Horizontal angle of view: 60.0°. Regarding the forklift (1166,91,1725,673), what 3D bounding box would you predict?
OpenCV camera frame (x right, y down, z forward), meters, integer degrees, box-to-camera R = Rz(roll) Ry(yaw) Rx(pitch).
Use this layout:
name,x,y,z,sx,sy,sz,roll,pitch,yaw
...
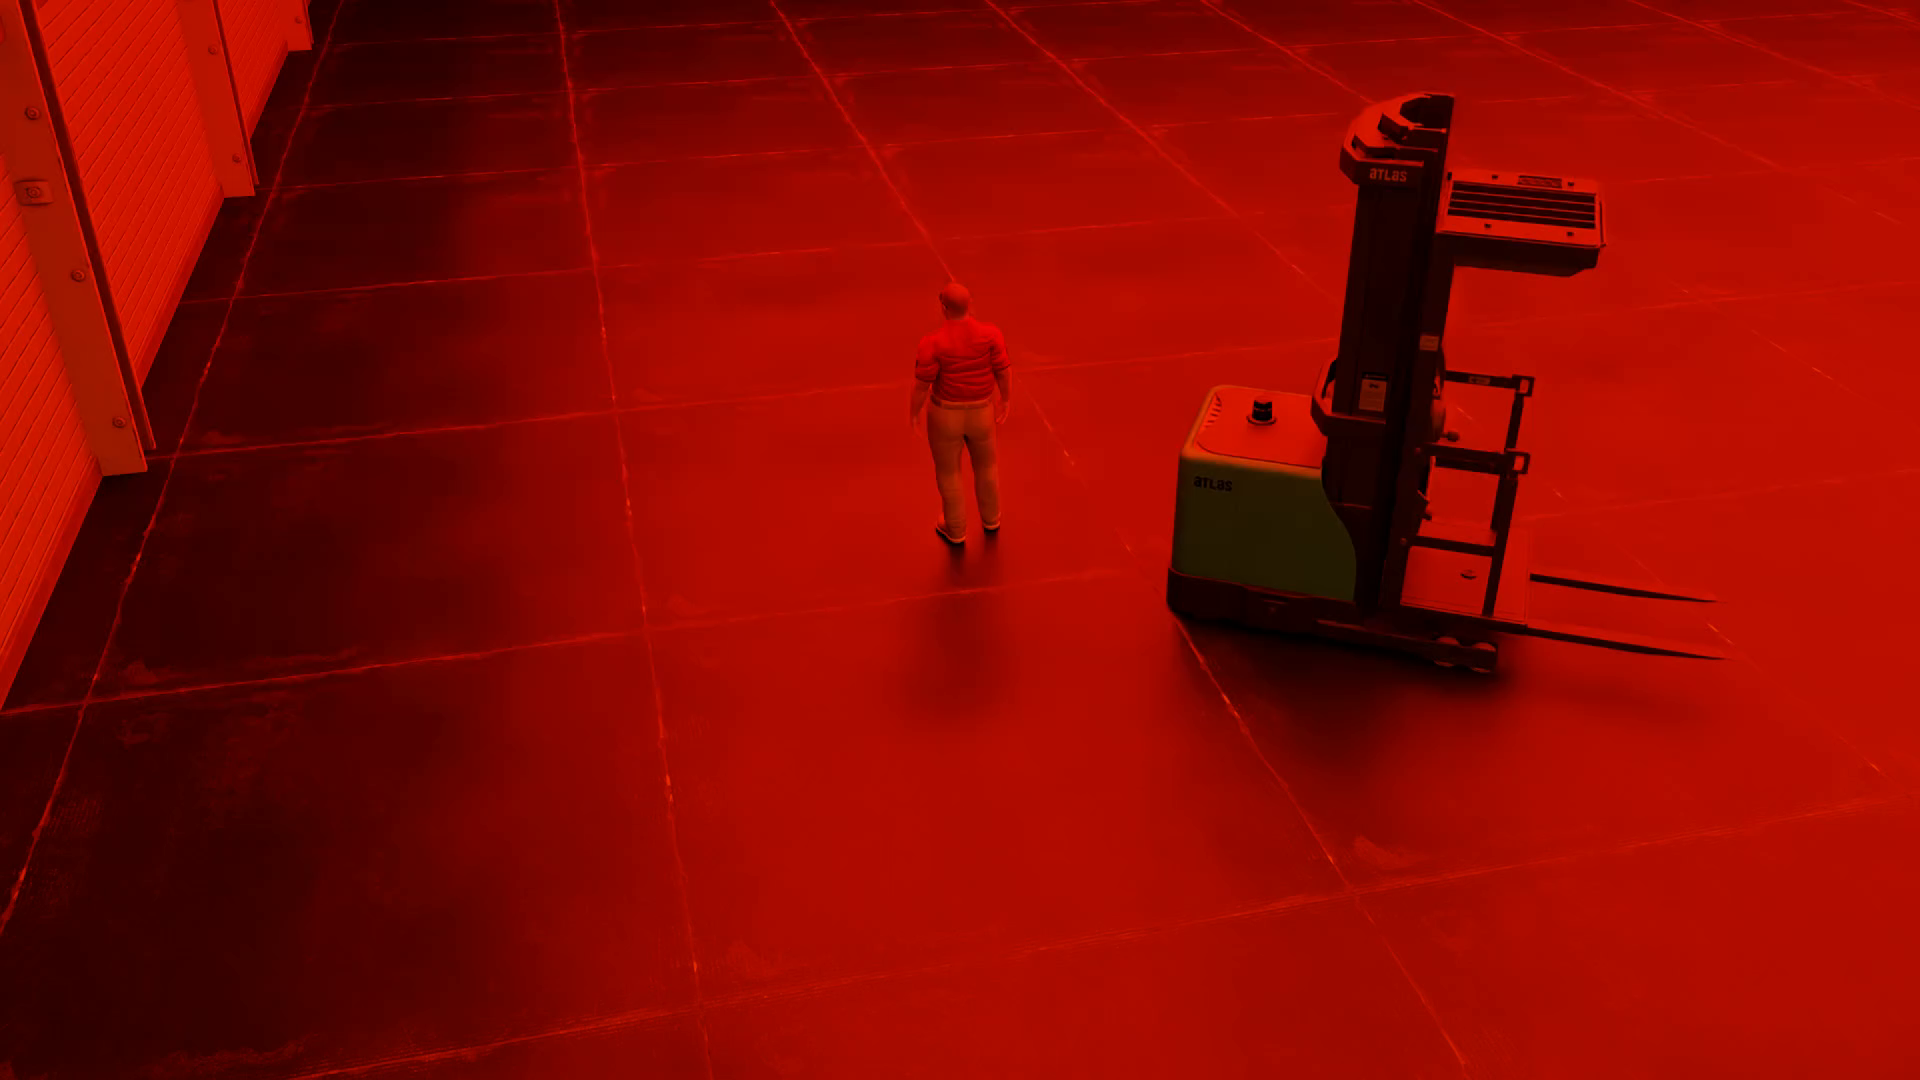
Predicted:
name,x,y,z,sx,sy,sz,roll,pitch,yaw
forklift,2.782,-0.830,9.008,3.031,2.935,1.130,9,31,15

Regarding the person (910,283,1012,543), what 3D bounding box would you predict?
name,x,y,z,sx,sy,sz,roll,pitch,yaw
person,-0.010,-0.801,10.141,0.641,1.728,0.550,-7,31,-12
